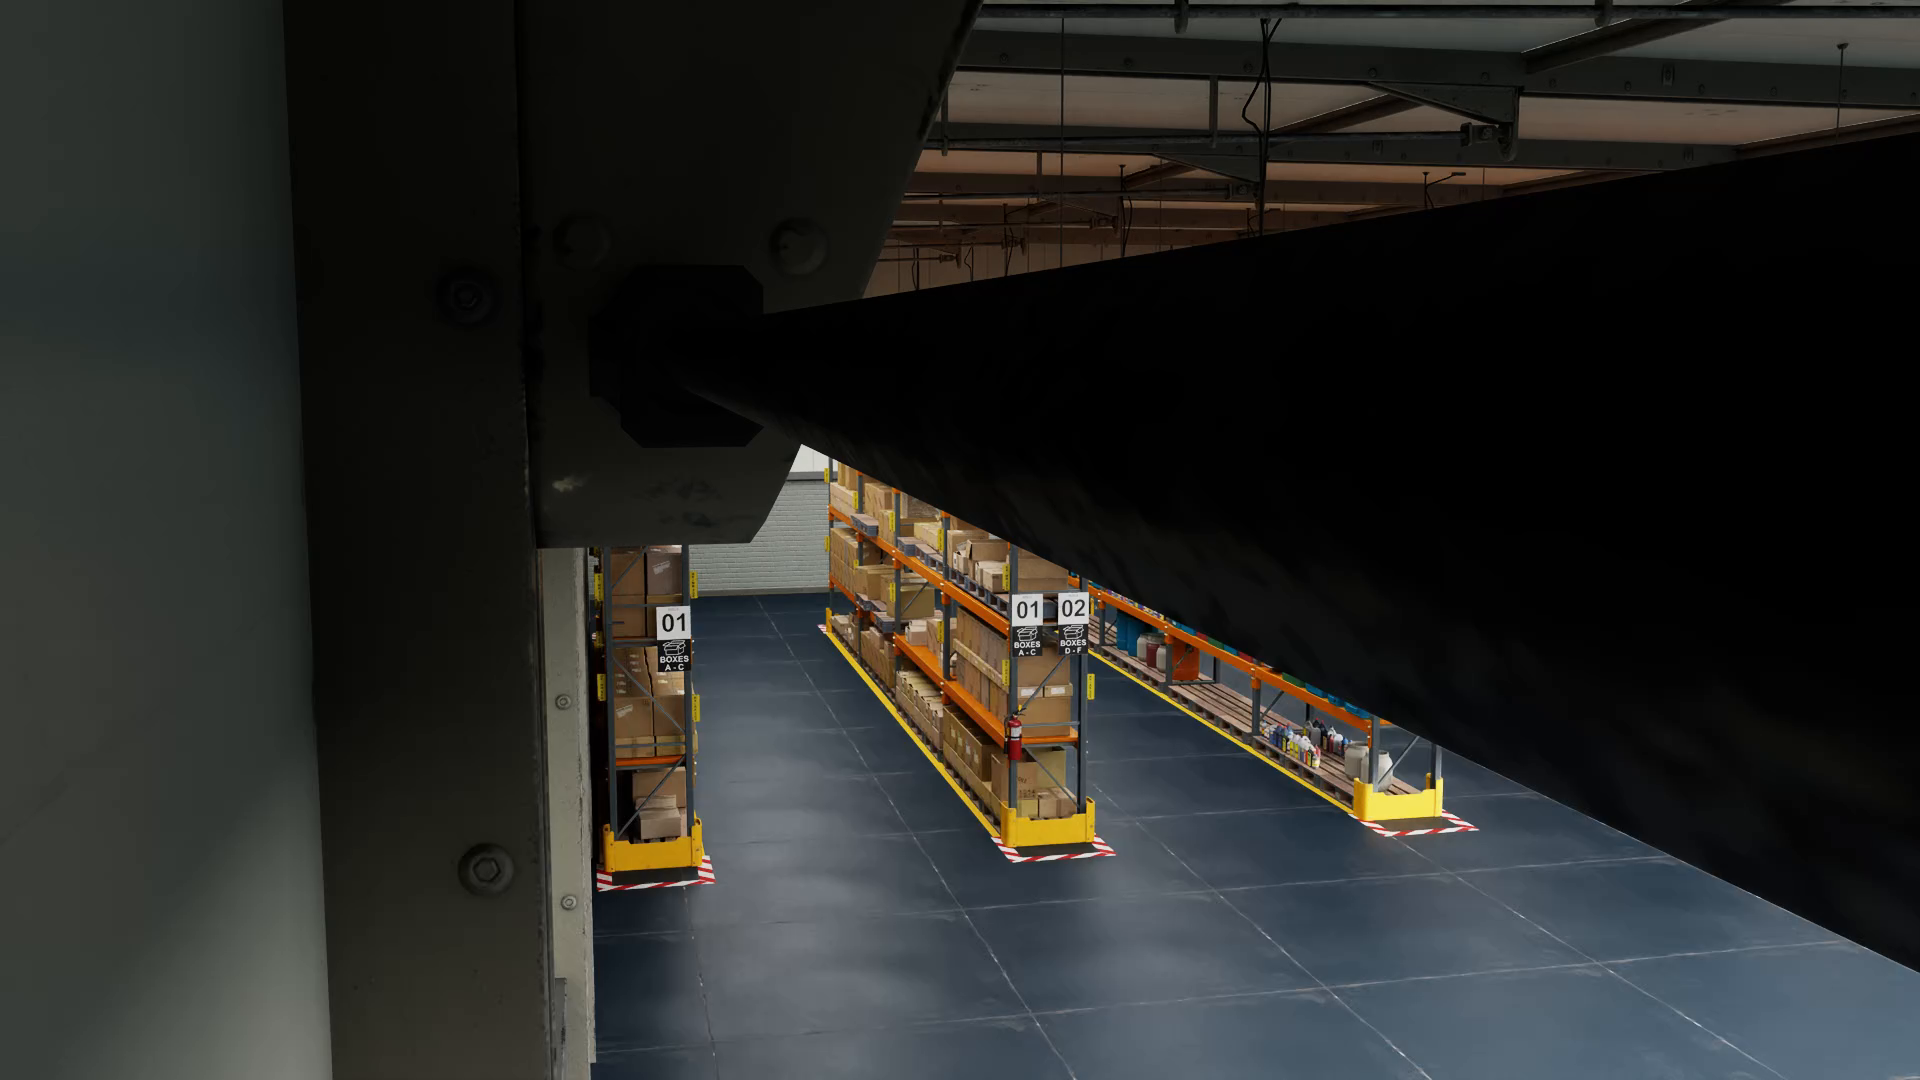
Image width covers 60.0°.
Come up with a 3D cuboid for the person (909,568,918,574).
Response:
[{"bbox_3d":[-1.253,0.991,37.896,0.669,1.734,0.905,-4,8,-32],"label":"person"}]

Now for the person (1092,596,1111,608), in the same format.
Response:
[{"bbox_3d":[3.511,0.785,39.591,0.863,1.707,0.680,1,7,5],"label":"person"}]
